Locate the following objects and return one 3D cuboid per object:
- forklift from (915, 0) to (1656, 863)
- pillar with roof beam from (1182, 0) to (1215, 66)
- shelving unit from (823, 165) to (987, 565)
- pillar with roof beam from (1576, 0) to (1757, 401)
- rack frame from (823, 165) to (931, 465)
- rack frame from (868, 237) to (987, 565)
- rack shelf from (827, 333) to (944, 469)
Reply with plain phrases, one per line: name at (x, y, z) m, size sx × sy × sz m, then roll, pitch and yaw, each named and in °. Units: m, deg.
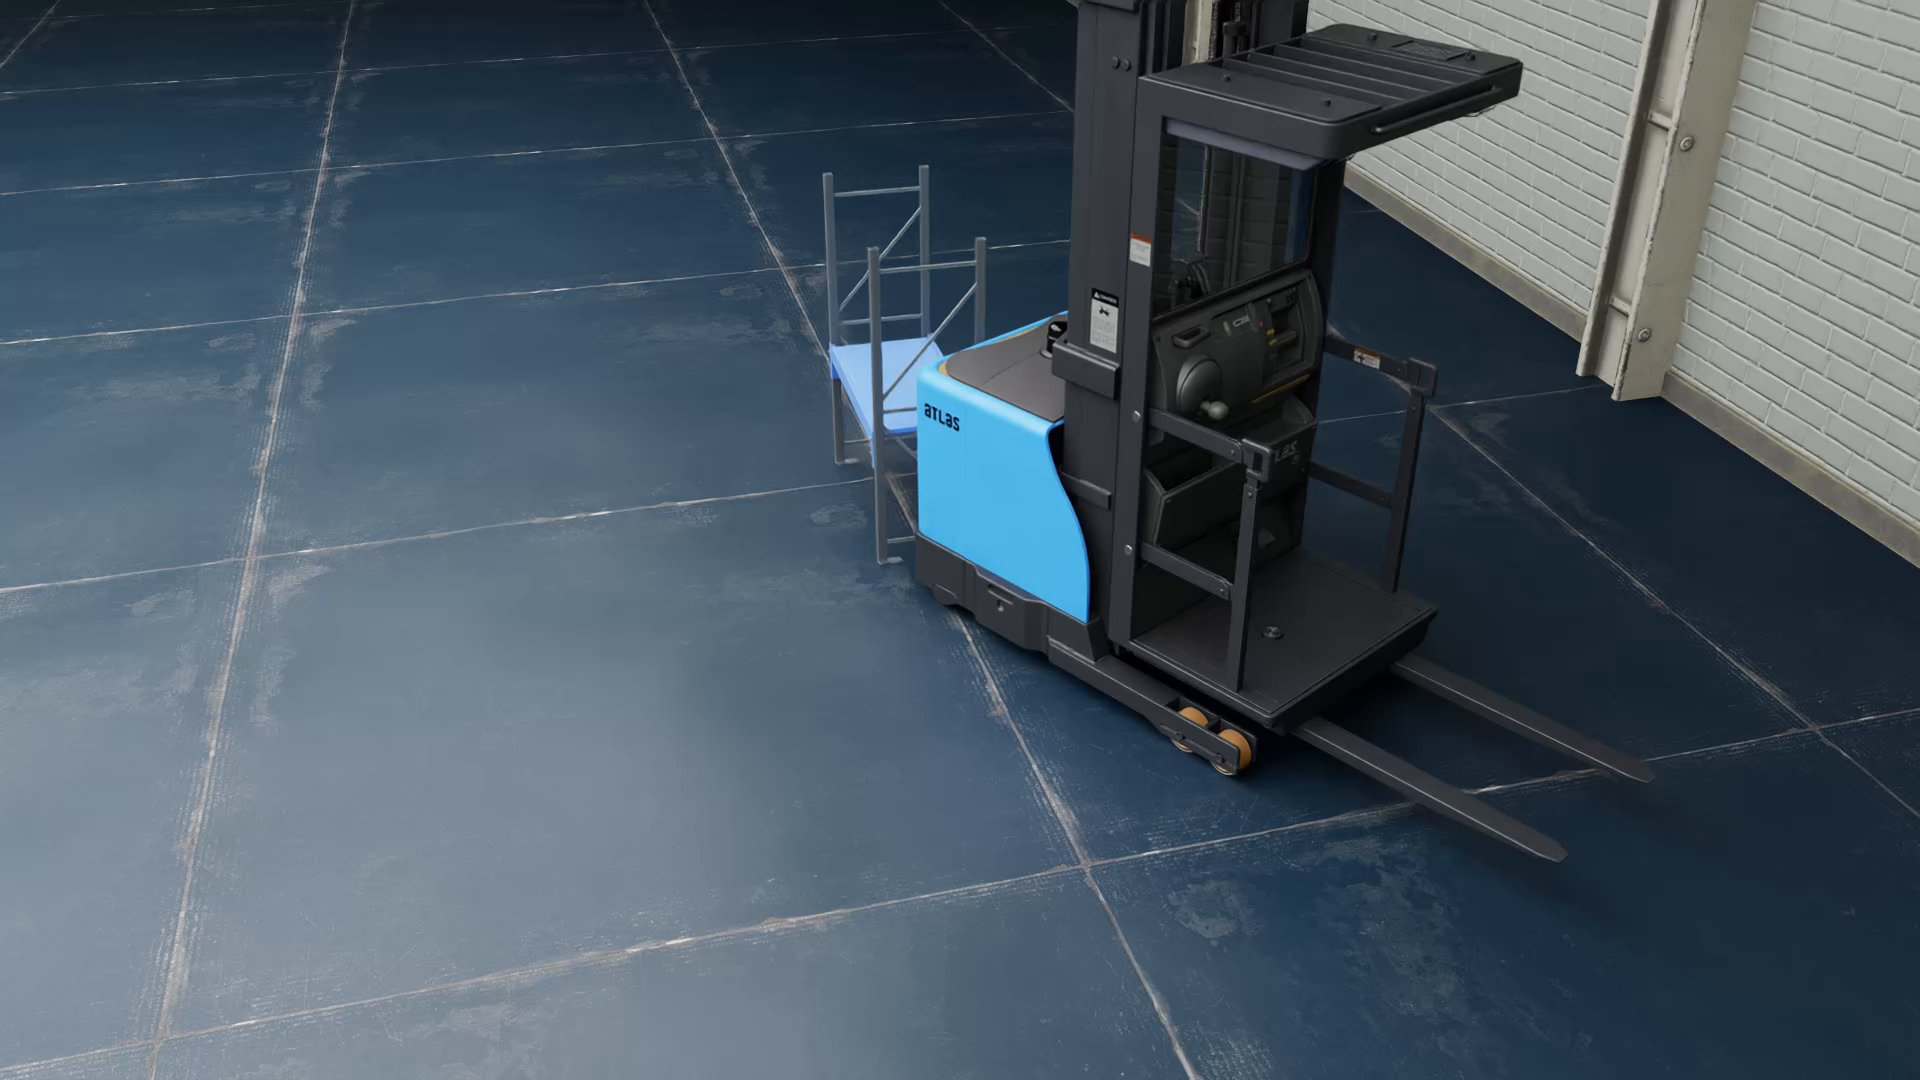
forklift at (1.180, -0.680, 6.000) m, size 1.130 × 2.935 × 3.031 m, roll -25°, pitch 38°, yaw -36°
pillar with roof beam at (-2.071, -7.091, 11.018) m, size 9.100 × 9.000 × 0.400 m, roll -8°, pitch 31°, yaw -13°
shelving unit at (-0.261, -0.823, 7.675) m, size 0.538 × 1.500 × 1.048 m, roll -7°, pitch 31°, yaw -13°
pillar with roof beam at (-0.479, -4.193, 6.011) m, size 9.100 × 9.000 × 0.400 m, roll -8°, pitch 31°, yaw -13°
rack frame at (-0.389, -1.070, 8.101) m, size 0.500 × 1.500 × 0.032 m, roll -7°, pitch 31°, yaw -13°
rack frame at (-0.134, -0.577, 7.249) m, size 0.500 × 1.500 × 0.032 m, roll -7°, pitch 31°, yaw -13°
rack shelf at (-0.261, -0.668, 7.765) m, size 0.538 × 0.185 × 1.000 m, roll -7°, pitch 31°, yaw -13°
